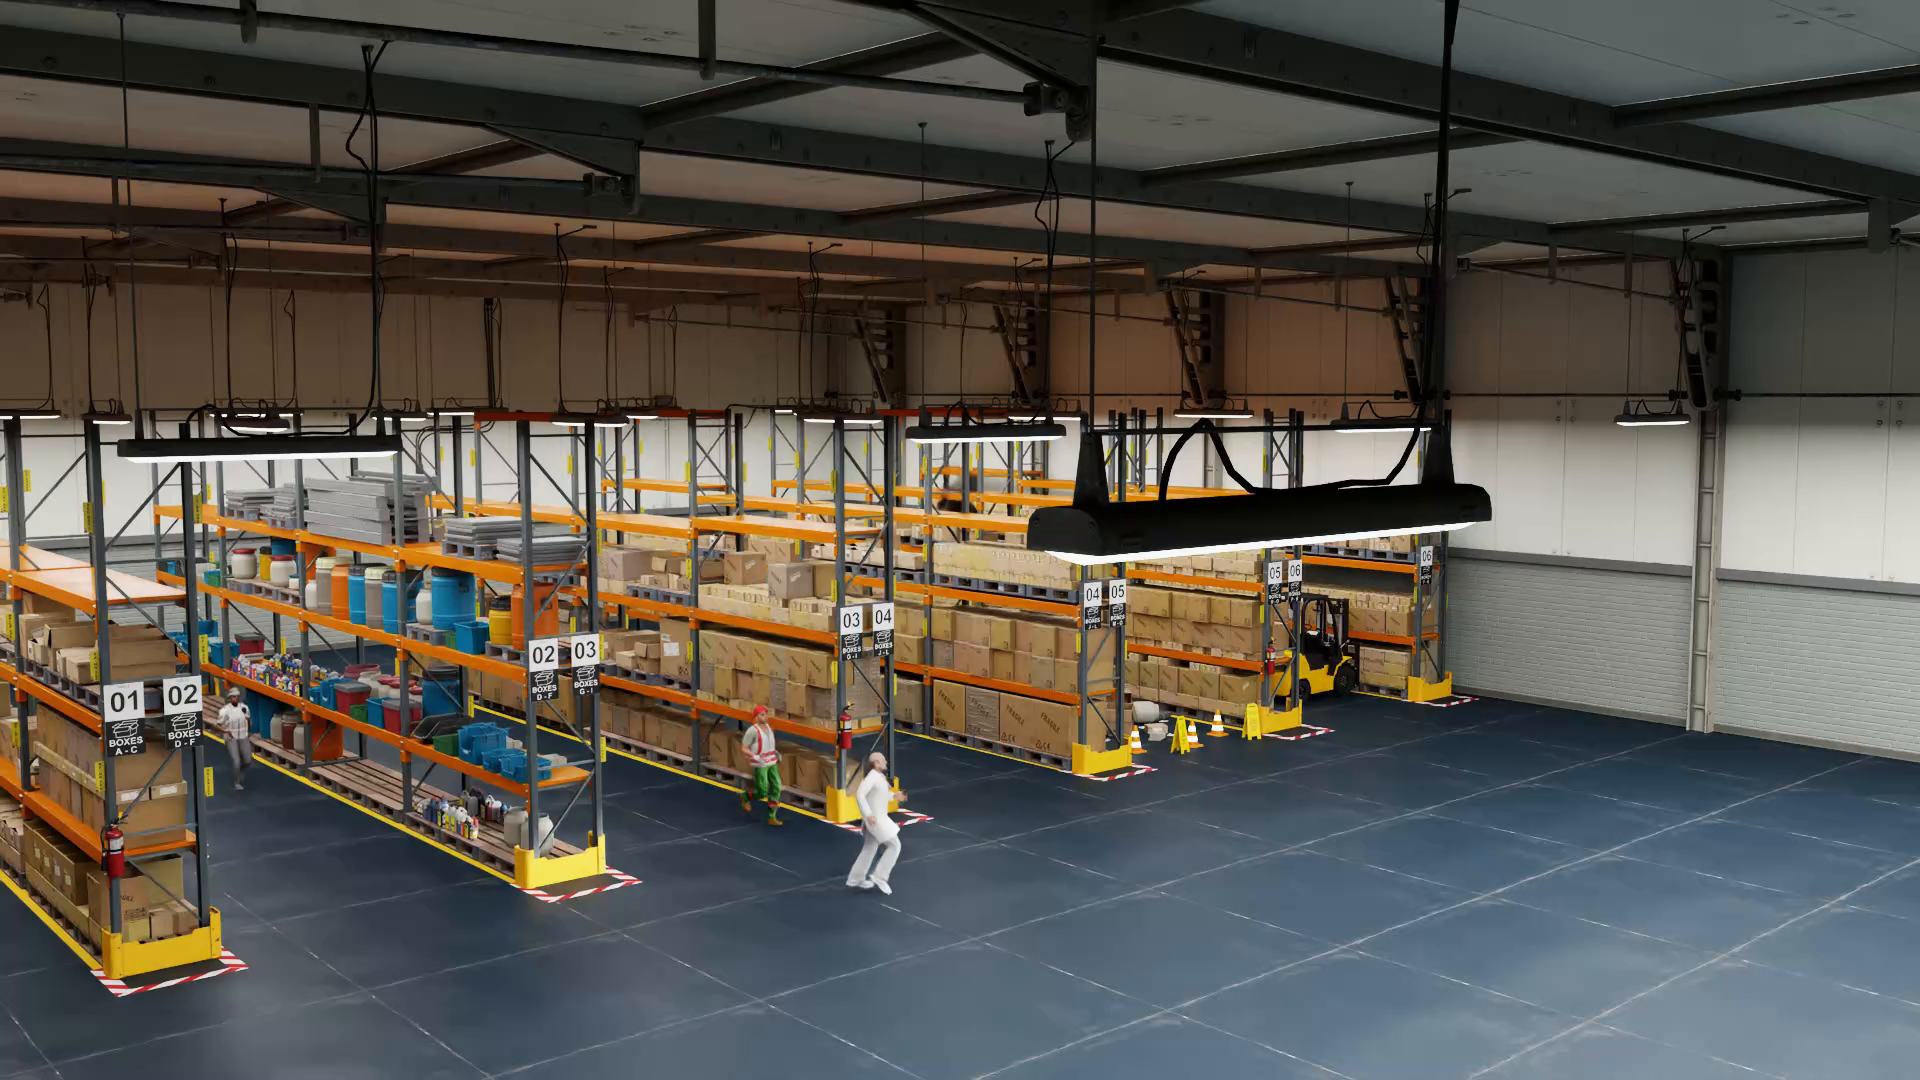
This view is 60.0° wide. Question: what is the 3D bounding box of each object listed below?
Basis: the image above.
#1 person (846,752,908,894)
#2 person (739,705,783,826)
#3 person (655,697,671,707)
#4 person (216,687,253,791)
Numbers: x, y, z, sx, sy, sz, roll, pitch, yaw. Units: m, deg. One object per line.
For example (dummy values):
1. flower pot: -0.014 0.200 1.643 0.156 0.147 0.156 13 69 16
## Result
1. person: -1.055 3.603 21.177 0.808 1.823 0.693 -1 5 -11
2. person: -2.898 3.307 24.493 0.808 1.742 0.654 5 7 42
3. person: -5.949 2.648 32.920 0.754 1.595 0.597 5 7 42
4. person: -11.561 3.171 26.584 0.572 1.651 0.557 -5 7 -43
